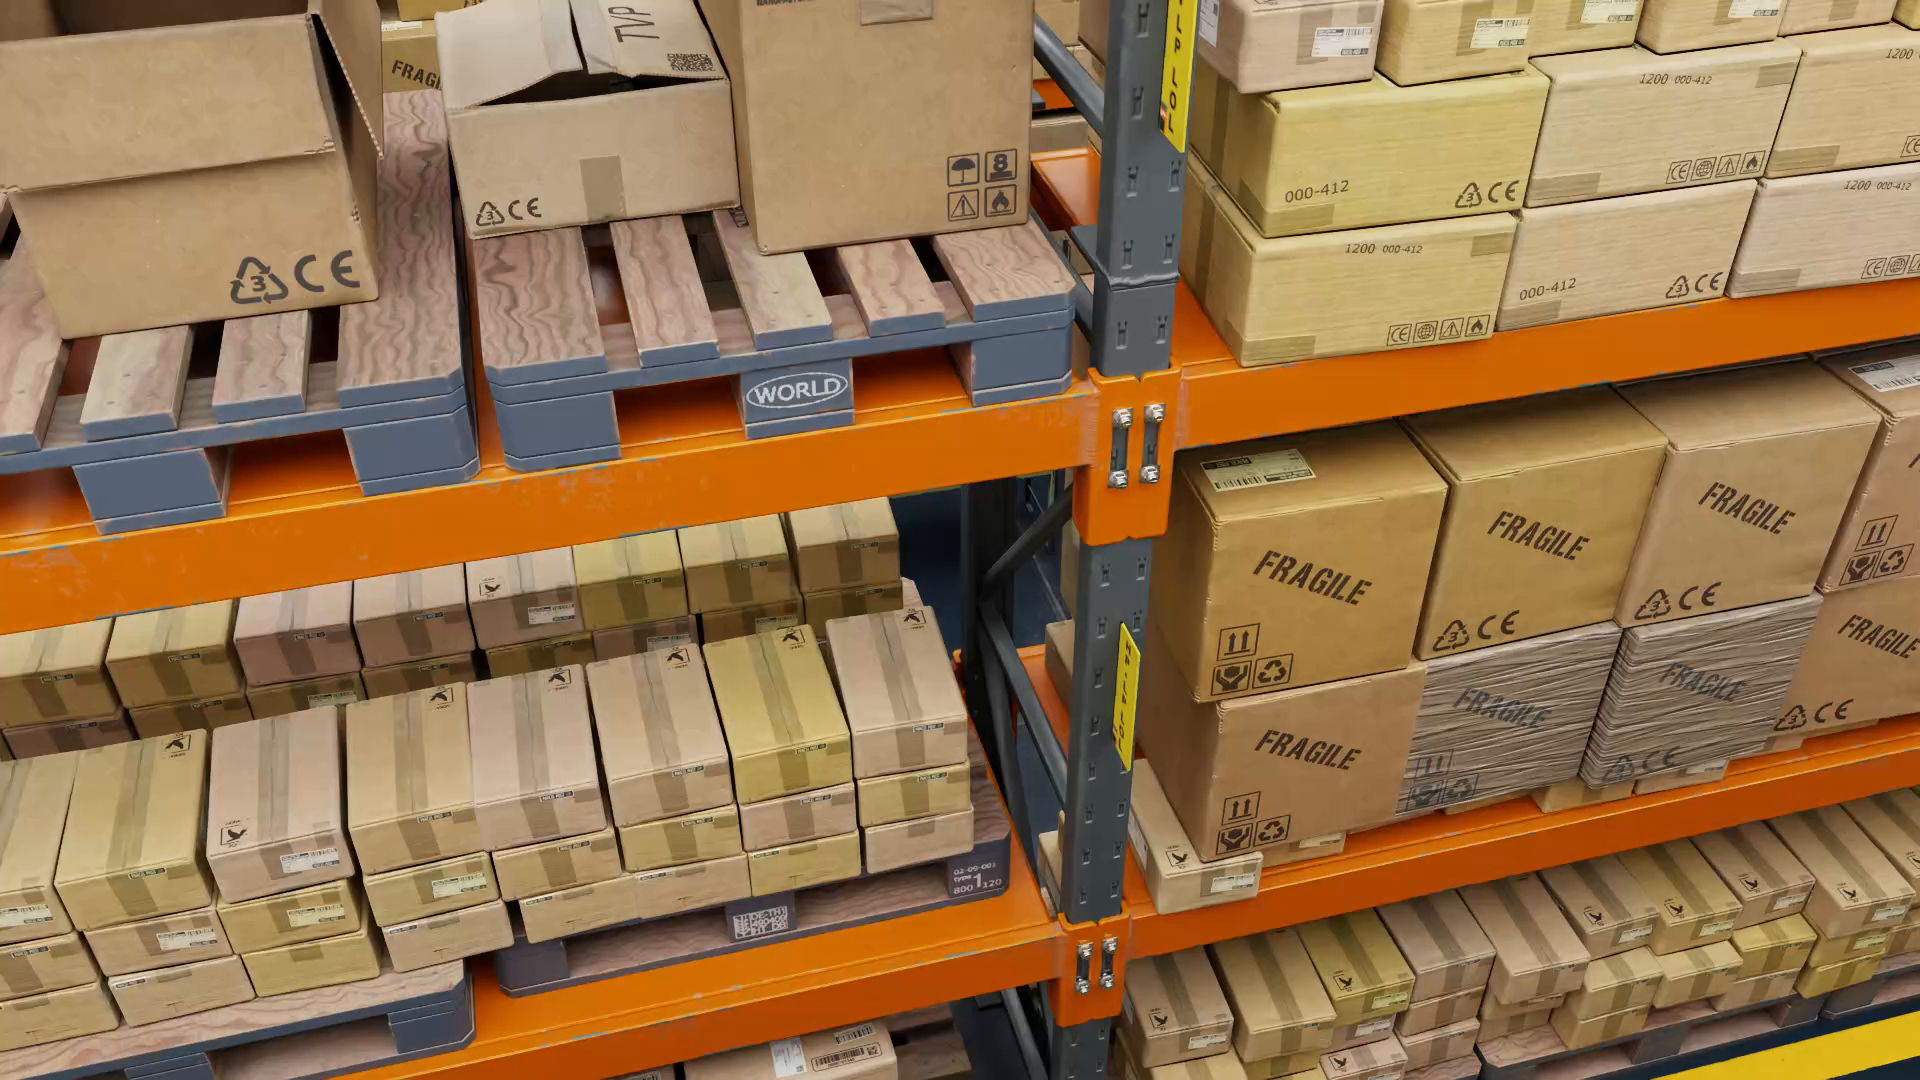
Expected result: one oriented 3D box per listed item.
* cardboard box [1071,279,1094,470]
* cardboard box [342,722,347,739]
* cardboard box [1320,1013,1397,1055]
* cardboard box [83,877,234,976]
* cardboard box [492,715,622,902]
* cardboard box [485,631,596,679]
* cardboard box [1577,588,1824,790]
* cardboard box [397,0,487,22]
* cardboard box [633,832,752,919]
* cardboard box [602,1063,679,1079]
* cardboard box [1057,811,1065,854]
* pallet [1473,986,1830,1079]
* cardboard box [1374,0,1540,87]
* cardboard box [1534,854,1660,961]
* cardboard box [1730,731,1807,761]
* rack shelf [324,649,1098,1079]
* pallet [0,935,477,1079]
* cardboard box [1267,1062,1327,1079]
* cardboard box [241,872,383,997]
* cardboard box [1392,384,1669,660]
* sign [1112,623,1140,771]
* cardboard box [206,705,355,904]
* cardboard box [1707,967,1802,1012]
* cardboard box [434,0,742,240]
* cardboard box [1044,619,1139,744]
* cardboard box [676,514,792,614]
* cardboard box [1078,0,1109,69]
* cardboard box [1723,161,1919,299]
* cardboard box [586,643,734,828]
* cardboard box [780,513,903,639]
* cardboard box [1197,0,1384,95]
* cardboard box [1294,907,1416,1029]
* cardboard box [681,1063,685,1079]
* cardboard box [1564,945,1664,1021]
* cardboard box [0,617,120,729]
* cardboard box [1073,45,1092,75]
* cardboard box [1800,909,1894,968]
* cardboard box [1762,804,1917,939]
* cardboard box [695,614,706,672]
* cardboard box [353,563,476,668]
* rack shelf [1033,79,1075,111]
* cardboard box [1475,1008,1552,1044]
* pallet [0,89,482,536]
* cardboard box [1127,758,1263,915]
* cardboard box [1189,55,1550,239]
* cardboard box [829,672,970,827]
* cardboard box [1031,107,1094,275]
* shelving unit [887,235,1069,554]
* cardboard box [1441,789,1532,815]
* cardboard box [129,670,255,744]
[{"bbox_3d":[0.574,-0.329,4.061,0.500,0.500,0.500,-11,39,-14],"label":"cardboard box"},{"bbox_3d":[-1.569,0.395,4.126,0.250,0.149,0.380,-10,39,-13],"label":"cardboard box"},{"bbox_3d":[1.071,1.284,4.858,0.250,0.149,0.380,-10,38,-12],"label":"cardboard box"},{"bbox_3d":[-1.649,0.699,3.484,0.250,0.149,0.380,-8,38,-10],"label":"cardboard box"},{"bbox_3d":[-0.899,0.579,3.641,0.250,0.149,0.380,-11,39,-13],"label":"cardboard box"},{"bbox_3d":[-1.059,0.192,4.147,0.250,0.149,0.380,-11,39,-14],"label":"cardboard box"},{"bbox_3d":[1.706,0.229,4.154,0.500,0.500,0.500,-10,39,-13],"label":"cardboard box"},{"bbox_3d":[-2.285,-2.696,7.398,0.637,0.503,0.797,-9,38,-11],"label":"cardboard box"},{"bbox_3d":[-0.633,0.651,3.791,0.250,0.149,0.380,-9,38,-12],"label":"cardboard box"},{"bbox_3d":[-0.962,1.327,4.141,0.500,0.250,0.500,-8,38,-10],"label":"cardboard box"},{"bbox_3d":[0.467,0.979,5.012,0.250,0.149,0.380,-8,38,-11],"label":"cardboard box"},{"bbox_3d":[2.010,1.244,5.450,1.213,0.211,1.003,-9,38,-12],"label":"pallet"},{"bbox_3d":[0.807,-0.957,2.947,0.250,0.149,0.380,-11,39,-14],"label":"cardboard box"},{"bbox_3d":[1.845,1.039,4.934,0.250,0.149,0.380,-11,39,-14],"label":"cardboard box"},{"bbox_3d":[2.055,0.399,4.466,0.250,0.149,0.380,-8,38,-10],"label":"cardboard box"},{"bbox_3d":[-1.740,1.062,3.985,4.000,0.370,1.077,-9,38,-12],"label":"rack shelf"},{"bbox_3d":[-1.770,0.831,3.852,1.213,0.211,1.003,-9,38,-12],"label":"pallet"},{"bbox_3d":[0.883,1.513,4.804,0.250,0.149,0.380,-8,38,-11],"label":"cardboard box"},{"bbox_3d":[-1.398,0.780,3.623,0.250,0.149,0.380,-8,38,-10],"label":"cardboard box"},{"bbox_3d":[1.187,-0.115,3.782,0.500,0.500,0.500,-10,39,-13],"label":"cardboard box"},{"bbox_3d":[0.339,0.324,3.404,0.005,0.325,0.100,-9,38,-12],"label":"sign"},{"bbox_3d":[-1.404,0.540,3.447,0.250,0.149,0.380,-11,39,-14],"label":"cardboard box"},{"bbox_3d":[2.365,1.244,5.156,0.250,0.149,0.380,-9,38,-11],"label":"cardboard box"},{"bbox_3d":[-0.713,-0.847,3.148,0.500,0.311,0.500,-10,39,-13],"label":"cardboard box"},{"bbox_3d":[0.406,0.376,4.496,0.250,0.149,0.380,-10,38,-12],"label":"cardboard box"},{"bbox_3d":[-0.577,-0.004,4.157,0.250,0.149,0.380,-8,38,-11],"label":"cardboard box"},{"bbox_3d":[0.570,-1.093,3.454,0.500,0.250,0.500,-11,39,-14],"label":"cardboard box"},{"bbox_3d":[1.696,-0.747,3.412,0.500,0.250,0.500,-8,38,-10],"label":"cardboard box"},{"bbox_3d":[-0.655,0.417,3.608,0.250,0.149,0.380,-11,39,-13],"label":"cardboard box"},{"bbox_3d":[-0.309,0.067,4.310,0.250,0.149,0.380,-9,38,-11],"label":"cardboard box"},{"bbox_3d":[0.535,-0.933,2.917,0.250,0.149,0.380,-10,39,-13],"label":"cardboard box"},{"bbox_3d":[1.090,1.178,4.753,0.250,0.149,0.380,-10,39,-13],"label":"cardboard box"},{"bbox_3d":[-0.592,1.247,4.863,0.500,0.500,0.500,-8,38,-10],"label":"cardboard box"},{"bbox_3d":[1.864,1.211,4.954,0.250,0.149,0.380,-10,38,-12],"label":"cardboard box"},{"bbox_3d":[-2.068,0.240,3.840,0.250,0.149,0.380,-8,38,-10],"label":"cardboard box"},{"bbox_3d":[0.619,-2.424,8.156,0.250,0.149,0.380,-9,38,-11],"label":"cardboard box"},{"bbox_3d":[2.620,1.097,5.103,0.250,0.149,0.380,-9,38,-11],"label":"cardboard box"},{"bbox_3d":[2.622,0.988,5.001,0.250,0.149,0.380,-8,38,-10],"label":"cardboard box"},{"bbox_3d":[-0.575,0.232,4.339,0.250,0.149,0.380,-9,38,-11],"label":"cardboard box"},{"bbox_3d":[-1.314,0.114,4.003,0.250,0.149,0.380,-10,38,-12],"label":"cardboard box"},{"bbox_3d":[0.926,-2.497,8.638,4.000,0.370,1.077,-9,38,-12],"label":"rack shelf"},{"bbox_3d":[1.592,1.311,5.068,0.250,0.149,0.380,-11,39,-14],"label":"cardboard box"},{"bbox_3d":[-1.433,-0.456,3.063,1.003,0.211,1.213,-9,38,-12],"label":"pallet"},{"bbox_3d":[0.550,0.706,4.065,0.250,0.149,0.380,-8,38,-10],"label":"cardboard box"},{"bbox_3d":[0.718,-0.807,3.079,0.500,0.250,0.500,-8,38,-10],"label":"cardboard box"},{"bbox_3d":[-0.142,0.453,3.805,0.250,0.149,0.380,-8,38,-11],"label":"cardboard box"},{"bbox_3d":[0.522,-1.989,8.785,0.875,0.875,0.875,-9,38,-12],"label":"cardboard box"},{"bbox_3d":[-0.006,-0.595,6.793,0.755,1.500,0.431,-9,38,-12],"label":"shelving unit"},{"bbox_3d":[1.287,0.509,4.323,0.250,0.149,0.380,-11,39,-14],"label":"cardboard box"},{"bbox_3d":[-1.819,0.316,3.985,0.250,0.149,0.380,-10,39,-13],"label":"cardboard box"}]
